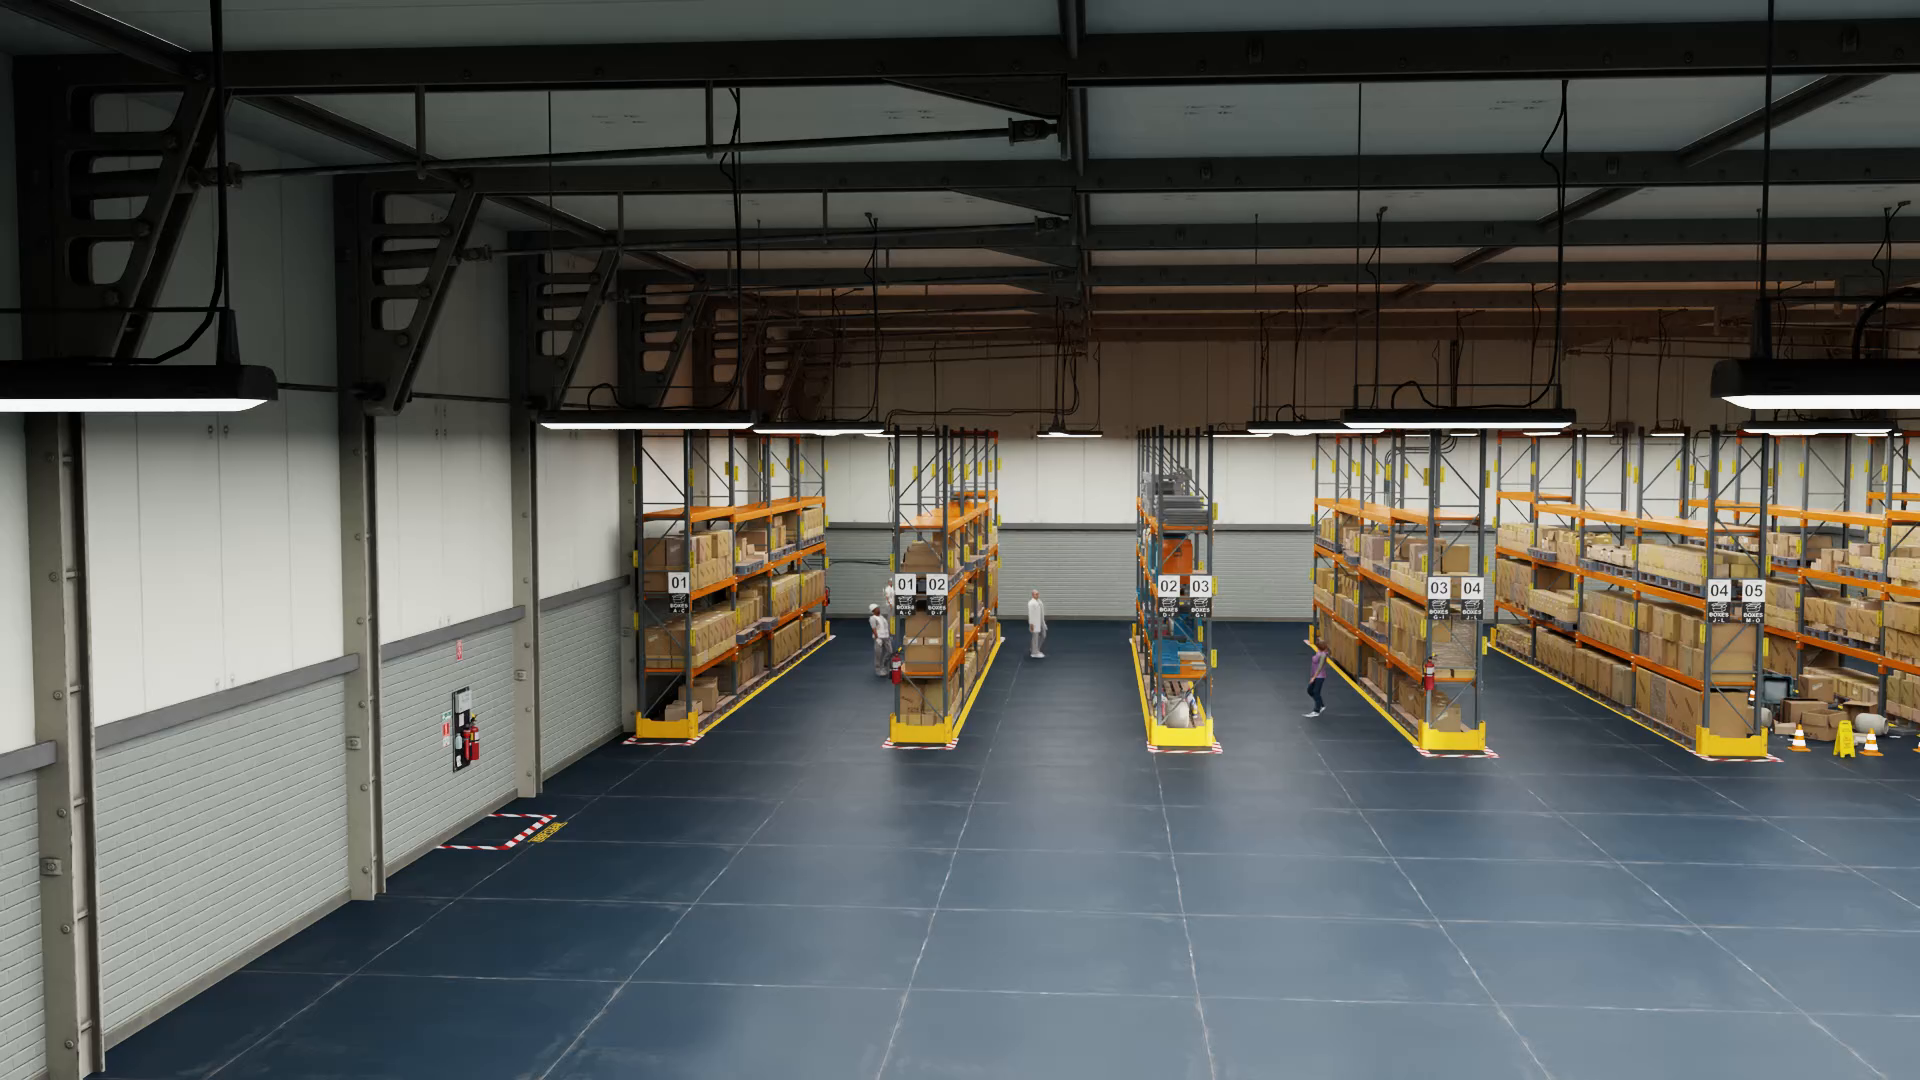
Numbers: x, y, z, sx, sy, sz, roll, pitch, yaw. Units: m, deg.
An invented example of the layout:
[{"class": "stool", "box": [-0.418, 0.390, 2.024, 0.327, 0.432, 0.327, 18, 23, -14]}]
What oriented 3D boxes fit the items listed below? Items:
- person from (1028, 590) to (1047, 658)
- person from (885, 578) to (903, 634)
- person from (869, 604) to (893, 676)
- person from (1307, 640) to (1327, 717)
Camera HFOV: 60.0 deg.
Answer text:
[{"class": "person", "box": [2.028, 2.197, 43.868, 0.513, 1.783, 0.642, 3, 4, 37]}, {"class": "person", "box": [-1.964, 1.964, 48.822, 0.503, 1.684, 0.525, 1, 4, 12]}, {"class": "person", "box": [-1.917, 2.423, 40.524, 0.524, 1.752, 0.644, 3, 4, 40]}, {"class": "person", "box": [7.391, 2.855, 34.469, 0.449, 1.594, 0.494, -1, 3, -9]}]
